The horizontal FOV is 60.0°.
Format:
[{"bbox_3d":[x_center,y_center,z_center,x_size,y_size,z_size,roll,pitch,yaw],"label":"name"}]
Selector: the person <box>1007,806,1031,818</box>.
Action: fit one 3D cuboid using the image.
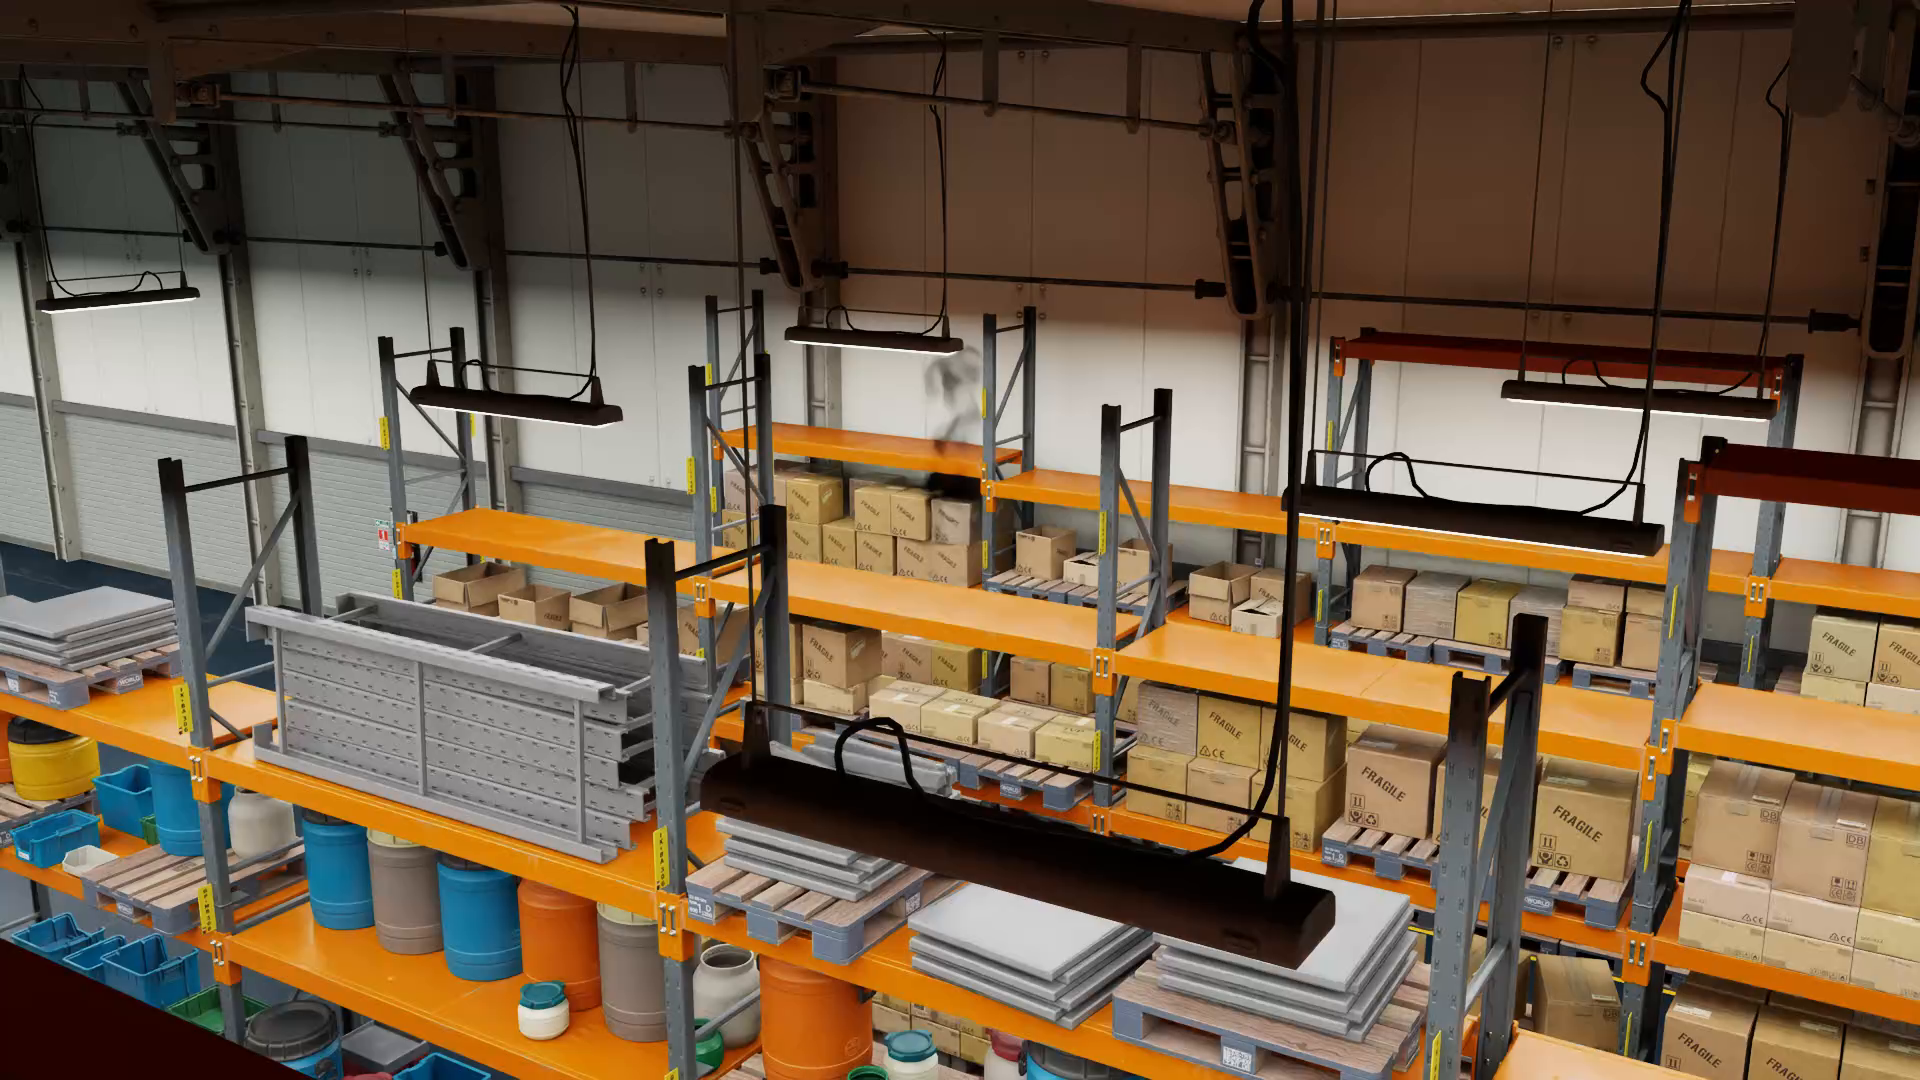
[{"bbox_3d":[0.529,3.283,16.630,0.636,1.570,0.511,11,17,37],"label":"person"}]
